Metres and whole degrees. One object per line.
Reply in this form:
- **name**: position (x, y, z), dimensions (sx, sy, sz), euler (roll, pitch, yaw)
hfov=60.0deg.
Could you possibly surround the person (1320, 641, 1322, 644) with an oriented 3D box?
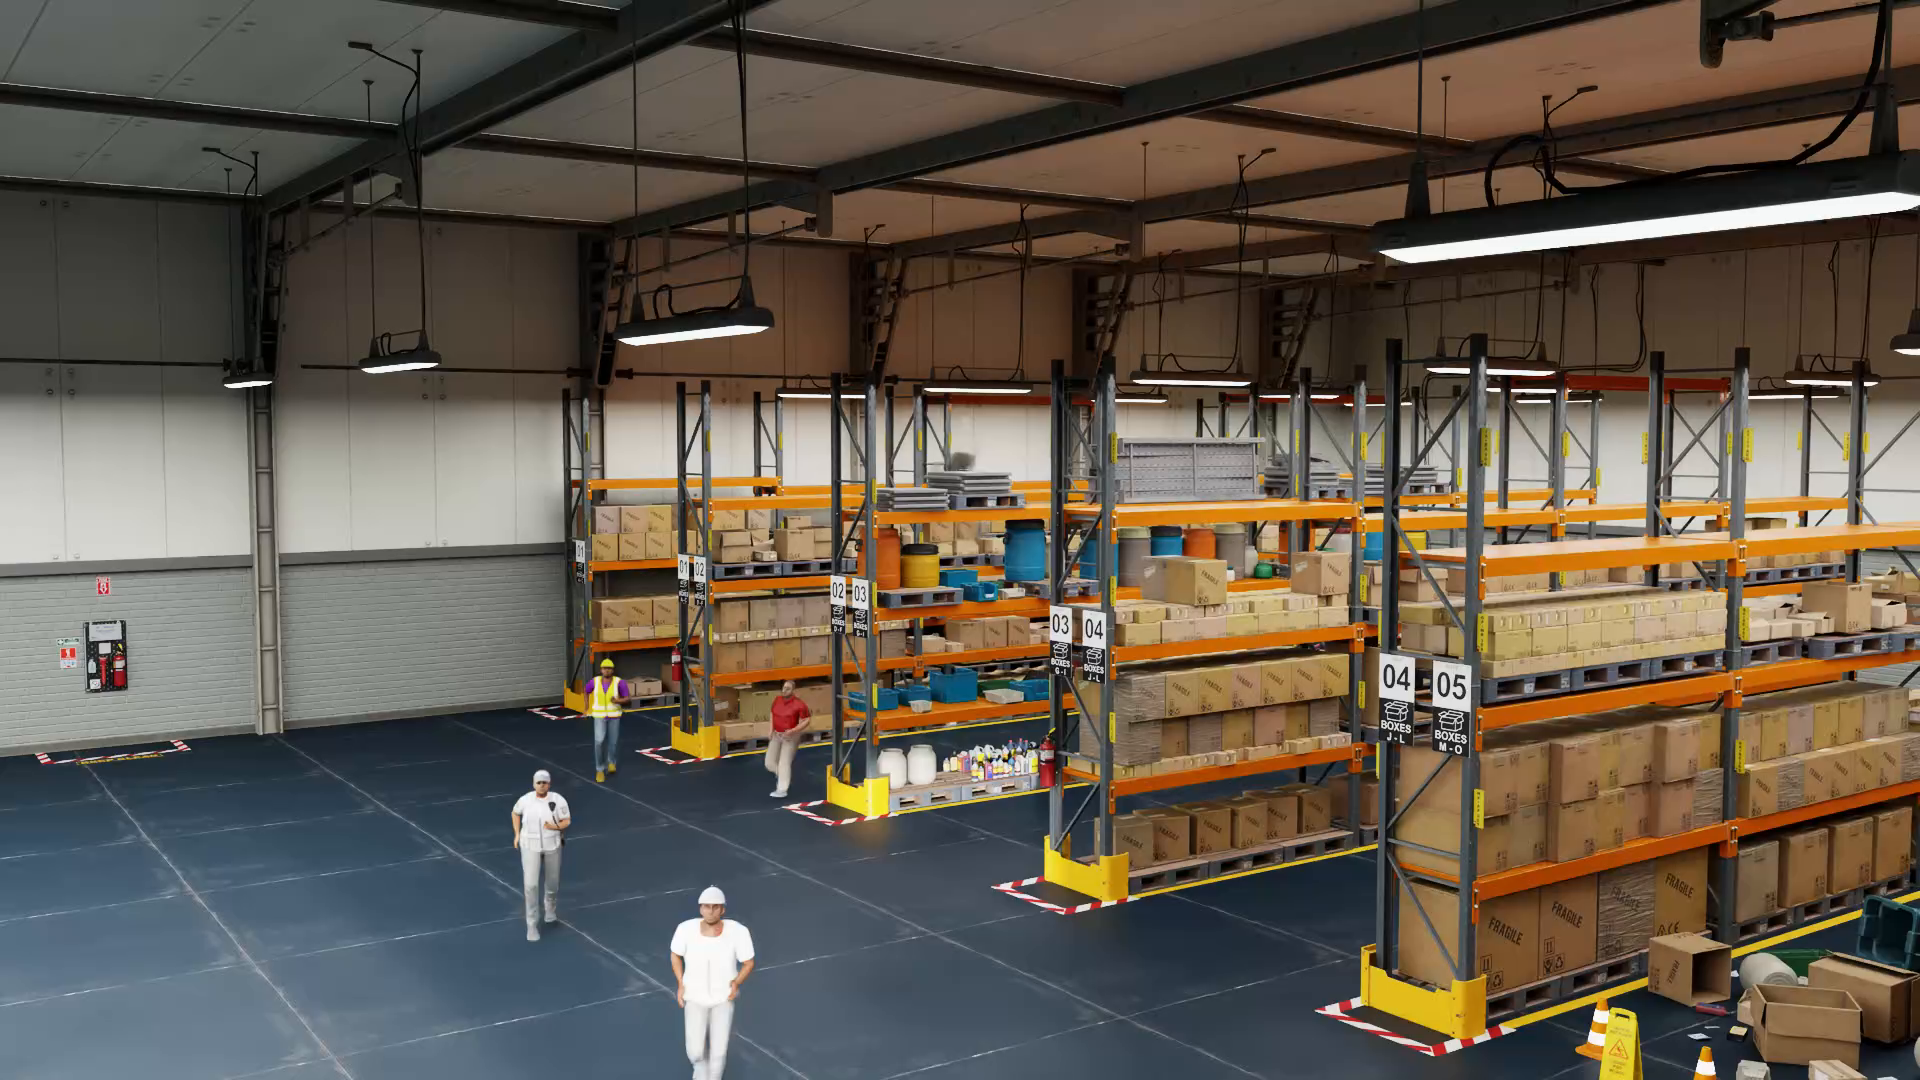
- **person**: position (7.170, 2.322, 32.309), dimensions (0.538, 1.557, 0.549), euler (3, 5, 43)

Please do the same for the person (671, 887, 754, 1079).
- **person**: position (-1.886, 3.493, 12.675), dimensions (0.640, 1.715, 0.576), euler (0, 4, -7)

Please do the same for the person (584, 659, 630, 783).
- **person**: position (-5.282, 2.686, 24.878), dimensions (0.672, 1.830, 0.773), euler (-1, 4, -13)

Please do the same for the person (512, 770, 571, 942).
- **person**: position (-4.327, 3.231, 17.216), dimensions (0.579, 1.729, 0.764), euler (-1, 4, -17)

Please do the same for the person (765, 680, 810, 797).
- **person**: position (-2.438, 2.815, 23.621), dimensions (0.682, 1.667, 0.590), euler (2, 4, 25)
